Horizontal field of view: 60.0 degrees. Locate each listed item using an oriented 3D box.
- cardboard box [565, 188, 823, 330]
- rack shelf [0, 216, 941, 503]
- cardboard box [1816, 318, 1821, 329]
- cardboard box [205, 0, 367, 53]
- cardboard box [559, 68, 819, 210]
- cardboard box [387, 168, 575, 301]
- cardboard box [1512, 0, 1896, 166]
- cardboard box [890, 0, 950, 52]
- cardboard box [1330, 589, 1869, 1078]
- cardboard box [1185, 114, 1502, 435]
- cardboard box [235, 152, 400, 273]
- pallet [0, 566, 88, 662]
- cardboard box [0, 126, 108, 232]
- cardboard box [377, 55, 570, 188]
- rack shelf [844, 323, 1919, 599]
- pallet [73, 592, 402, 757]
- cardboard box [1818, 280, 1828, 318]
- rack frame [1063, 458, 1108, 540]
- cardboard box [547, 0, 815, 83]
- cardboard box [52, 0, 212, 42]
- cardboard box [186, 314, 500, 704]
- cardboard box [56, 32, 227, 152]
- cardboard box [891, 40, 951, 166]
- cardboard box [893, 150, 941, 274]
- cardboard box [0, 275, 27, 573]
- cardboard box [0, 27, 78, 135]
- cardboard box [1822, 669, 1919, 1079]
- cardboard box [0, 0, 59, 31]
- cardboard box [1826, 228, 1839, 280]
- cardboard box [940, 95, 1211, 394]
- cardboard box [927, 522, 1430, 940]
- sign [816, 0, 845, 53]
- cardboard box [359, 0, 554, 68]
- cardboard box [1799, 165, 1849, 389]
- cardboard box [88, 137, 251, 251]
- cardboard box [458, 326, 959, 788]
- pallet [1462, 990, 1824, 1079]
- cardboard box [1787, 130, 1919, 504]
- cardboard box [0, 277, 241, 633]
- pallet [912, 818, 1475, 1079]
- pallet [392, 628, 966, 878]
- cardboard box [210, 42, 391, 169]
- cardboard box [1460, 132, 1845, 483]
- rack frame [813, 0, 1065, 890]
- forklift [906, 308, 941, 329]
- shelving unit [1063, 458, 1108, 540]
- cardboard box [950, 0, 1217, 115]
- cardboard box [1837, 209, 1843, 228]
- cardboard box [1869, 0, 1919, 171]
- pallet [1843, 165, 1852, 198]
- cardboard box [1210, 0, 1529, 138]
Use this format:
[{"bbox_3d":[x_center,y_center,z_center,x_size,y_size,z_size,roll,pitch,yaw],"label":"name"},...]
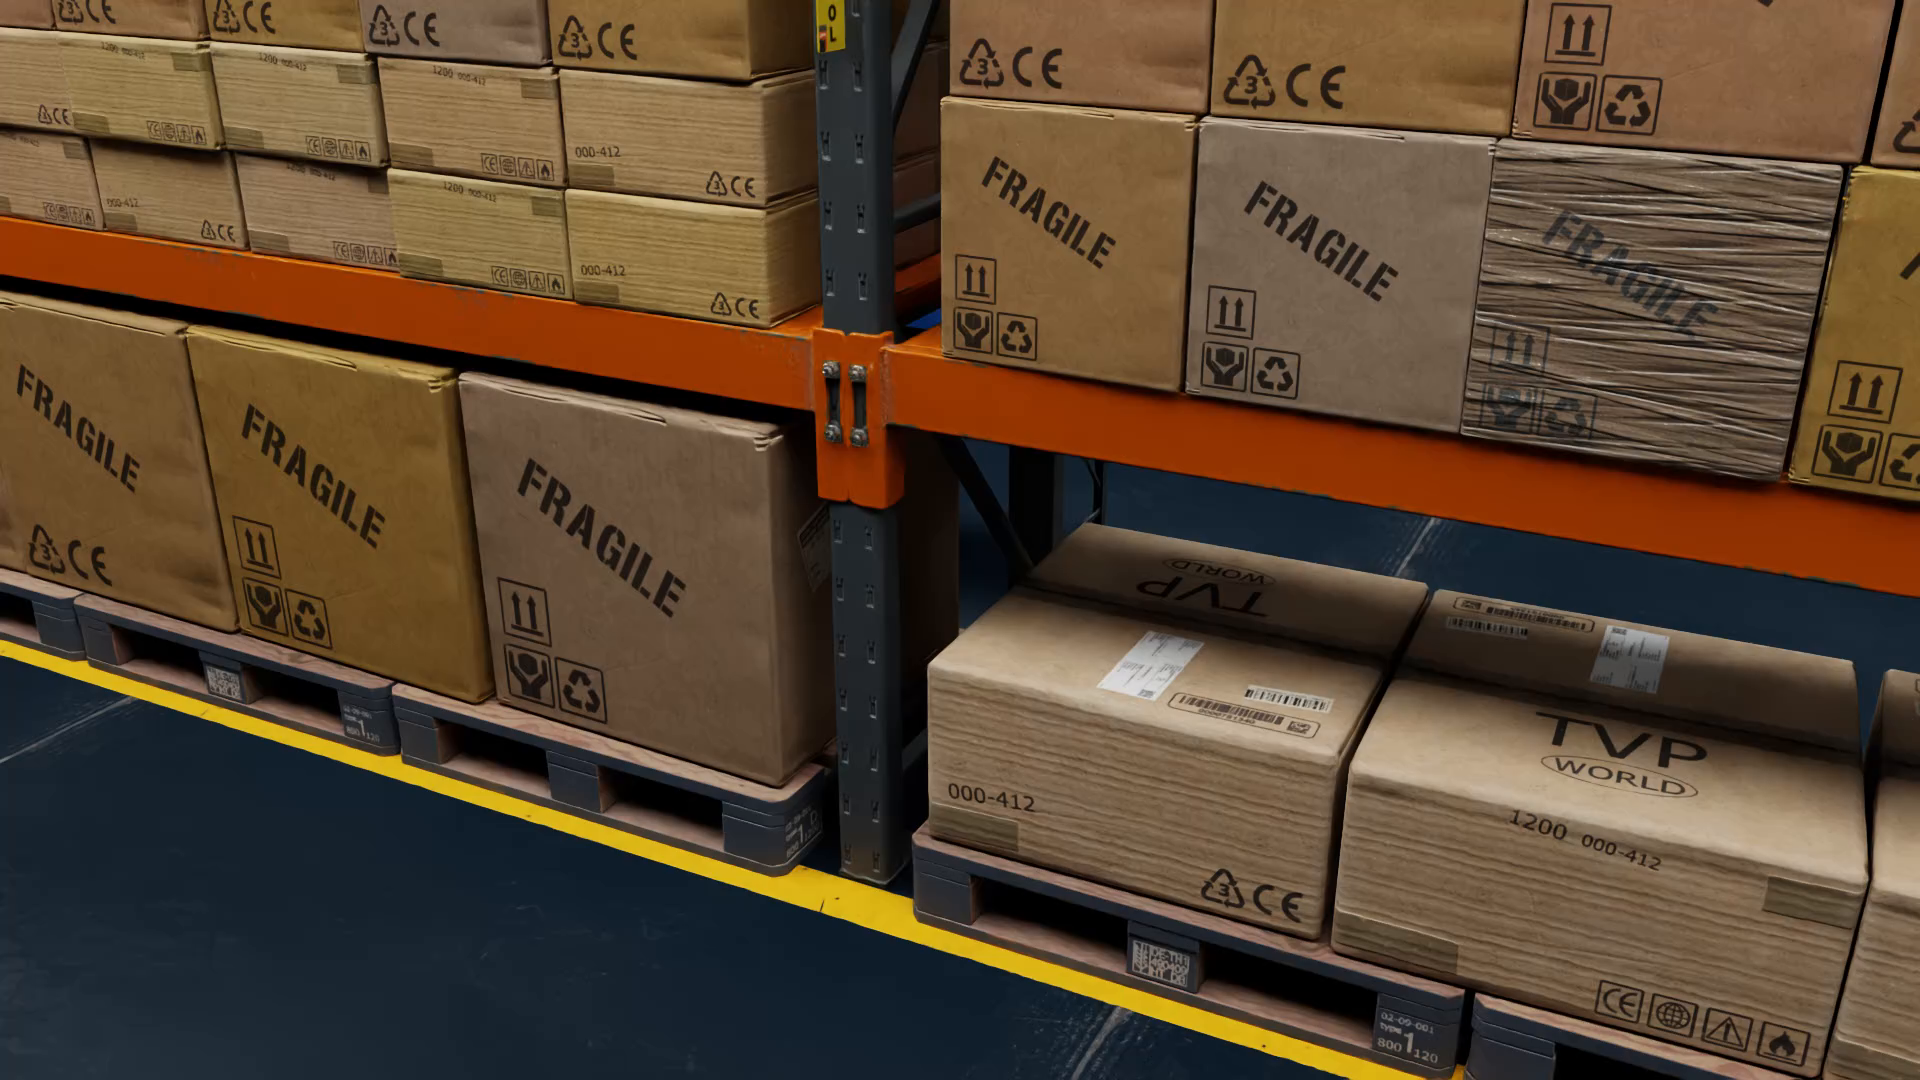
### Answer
[{"bbox_3d":[-0.515,-0.679,3.705,0.500,0.250,0.500,11,25,23],"label":"cardboard box"},{"bbox_3d":[-1.786,-0.779,4.667,4.000,0.370,1.077,11,25,25],"label":"rack shelf"},{"bbox_3d":[3.767,-0.973,7.312,0.250,0.149,0.380,12,26,26],"label":"cardboard box"},{"bbox_3d":[-1.422,-1.439,3.895,0.500,0.500,0.500,12,26,26],"label":"cardboard box"},{"bbox_3d":[-0.504,-0.910,3.611,0.500,0.250,0.500,11,25,24],"label":"cardboard box"},{"bbox_3d":[-0.969,-0.769,3.917,0.500,0.250,0.500,11,25,24],"label":"cardboard box"},{"bbox_3d":[1.215,-0.908,2.647,0.500,0.500,0.500,12,26,26],"label":"cardboard box"},{"bbox_3d":[-0.264,-1.441,3.899,0.500,0.500,0.500,12,26,25],"label":"cardboard box"},{"bbox_3d":[1.310,0.536,3.395,0.875,0.438,0.875,10,25,23],"label":"cardboard box"},{"bbox_3d":[0.747,-0.538,3.054,0.500,0.500,0.500,11,26,25],"label":"cardboard box"},{"bbox_3d":[-1.411,-0.865,4.142,0.500,0.250,0.500,10,25,23],"label":"cardboard box"},{"bbox_3d":[-2.901,-0.014,5.513,1.213,0.211,1.003,11,25,25],"label":"pallet"},{"bbox_3d":[-2.316,-1.040,4.555,0.500,0.250,0.500,12,26,26],"label":"cardboard box"},{"bbox_3d":[-0.954,-0.996,3.812,0.500,0.250,0.500,12,26,26],"label":"cardboard box"},{"bbox_3d":[1.784,-0.072,3.006,4.000,0.370,1.077,11,25,25],"label":"rack shelf"},{"bbox_3d":[-1.817,0.202,5.006,1.213,0.211,1.003,11,25,25],"label":"pallet"},{"bbox_3d":[3.701,-1.077,7.176,0.250,0.149,0.380,11,26,25],"label":"cardboard box"},{"bbox_3d":[0.378,-0.615,5.281,0.032,1.500,0.500,11,25,25],"label":"rack frame"},{"bbox_3d":[-0.513,-1.254,3.460,0.500,0.500,0.500,12,26,26],"label":"cardboard box"},{"bbox_3d":[-1.890,-1.525,4.098,0.500,0.500,0.500,12,26,25],"label":"cardboard box"},{"bbox_3d":[-1.400,-0.210,4.590,0.875,0.875,0.875,12,26,26],"label":"cardboard box"},{"bbox_3d":[-1.883,-1.170,4.221,0.500,0.250,0.500,12,26,25],"label":"cardboard box"},{"bbox_3d":[-0.267,-1.094,4.042,0.500,0.250,0.500,10,25,23],"label":"cardboard box"},{"bbox_3d":[-0.275,-0.857,4.125,0.500,0.250,0.500,11,25,23],"label":"cardboard box"},{"bbox_3d":[-2.992,-0.527,5.335,0.875,0.875,0.875,11,25,24],"label":"cardboard box"},{"bbox_3d":[-2.330,-1.264,4.442,0.500,0.250,0.500,11,25,24],"label":"cardboard box"},{"bbox_3d":[2.114,0.695,3.019,0.875,0.438,0.875,12,26,26],"label":"cardboard box"},{"bbox_3d":[-2.339,-1.615,4.310,0.500,0.500,0.500,12,26,26],"label":"cardboard box"},{"bbox_3d":[3.739,-1.240,7.179,0.250,0.149,0.380,11,26,25],"label":"cardboard box"},{"bbox_3d":[0.300,-0.628,3.266,0.500,0.500,0.500,12,26,26],"label":"cardboard box"},{"bbox_3d":[0.511,0.378,3.766,0.875,0.438,0.875,11,25,24],"label":"cardboard box"},{"bbox_3d":[-0.237,-1.062,3.035,0.005,0.325,0.100,11,25,25],"label":"sign"},{"bbox_3d":[-0.978,-1.343,3.669,0.500,0.500,0.500,12,26,26],"label":"cardboard box"},{"bbox_3d":[1.445,-0.637,3.288,0.500,0.500,0.500,11,25,24],"label":"cardboard box"},{"bbox_3d":[-1.874,-0.954,4.353,0.500,0.250,0.500,11,25,25],"label":"cardboard box"},{"bbox_3d":[-0.591,-0.053,4.221,0.875,0.875,0.875,12,26,26],"label":"cardboard box"},{"bbox_3d":[1.735,0.903,3.356,1.213,0.211,1.003,11,25,25],"label":"pallet"},{"bbox_3d":[1.647,-0.357,2.628,0.500,0.500,0.500,12,26,26],"label":"cardboard box"},{"bbox_3d":[-2.198,-0.368,4.962,0.875,0.875,0.875,12,26,25],"label":"cardboard box"},{"bbox_3d":[0.642,0.688,3.862,1.213,0.211,1.003,11,25,25],"label":"pallet"},{"bbox_3d":[-0.724,0.417,4.500,1.213,0.211,1.003,11,25,25],"label":"pallet"},{"bbox_3d":[-1.419,-1.085,4.022,0.500,0.250,0.500,12,26,26],"label":"cardboard box"},{"bbox_3d":[1.188,-0.448,2.842,0.500,0.500,0.500,11,26,25],"label":"cardboard box"},{"bbox_3d":[-0.001,-0.756,3.696,0.127,3.000,1.000,11,25,25],"label":"rack frame"},{"bbox_3d":[-0.073,-2.476,7.826,1.130,2.935,3.031,-1,23,-1],"label":"forklift"},{"bbox_3d":[-0.076,-0.705,5.492,1.048,1.500,0.538,11,25,25],"label":"shelving unit"},{"bbox_3d":[0.315,-1.094,3.084,0.500,0.500,0.500,11,26,25],"label":"cardboard box"},{"bbox_3d":[3.947,-1.400,7.554,0.250,0.149,0.380,11,26,25],"label":"cardboard box"},{"bbox_3d":[1.663,-0.818,2.436,0.500,0.500,0.500,11,25,24],"label":"cardboard box"},{"bbox_3d":[6.206,-2.558,11.495,1.213,0.211,1.003,11,25,25],"label":"pallet"},{"bbox_3d":[0.762,-1.003,2.869,0.500,0.500,0.500,11,25,24],"label":"cardboard box"}]
